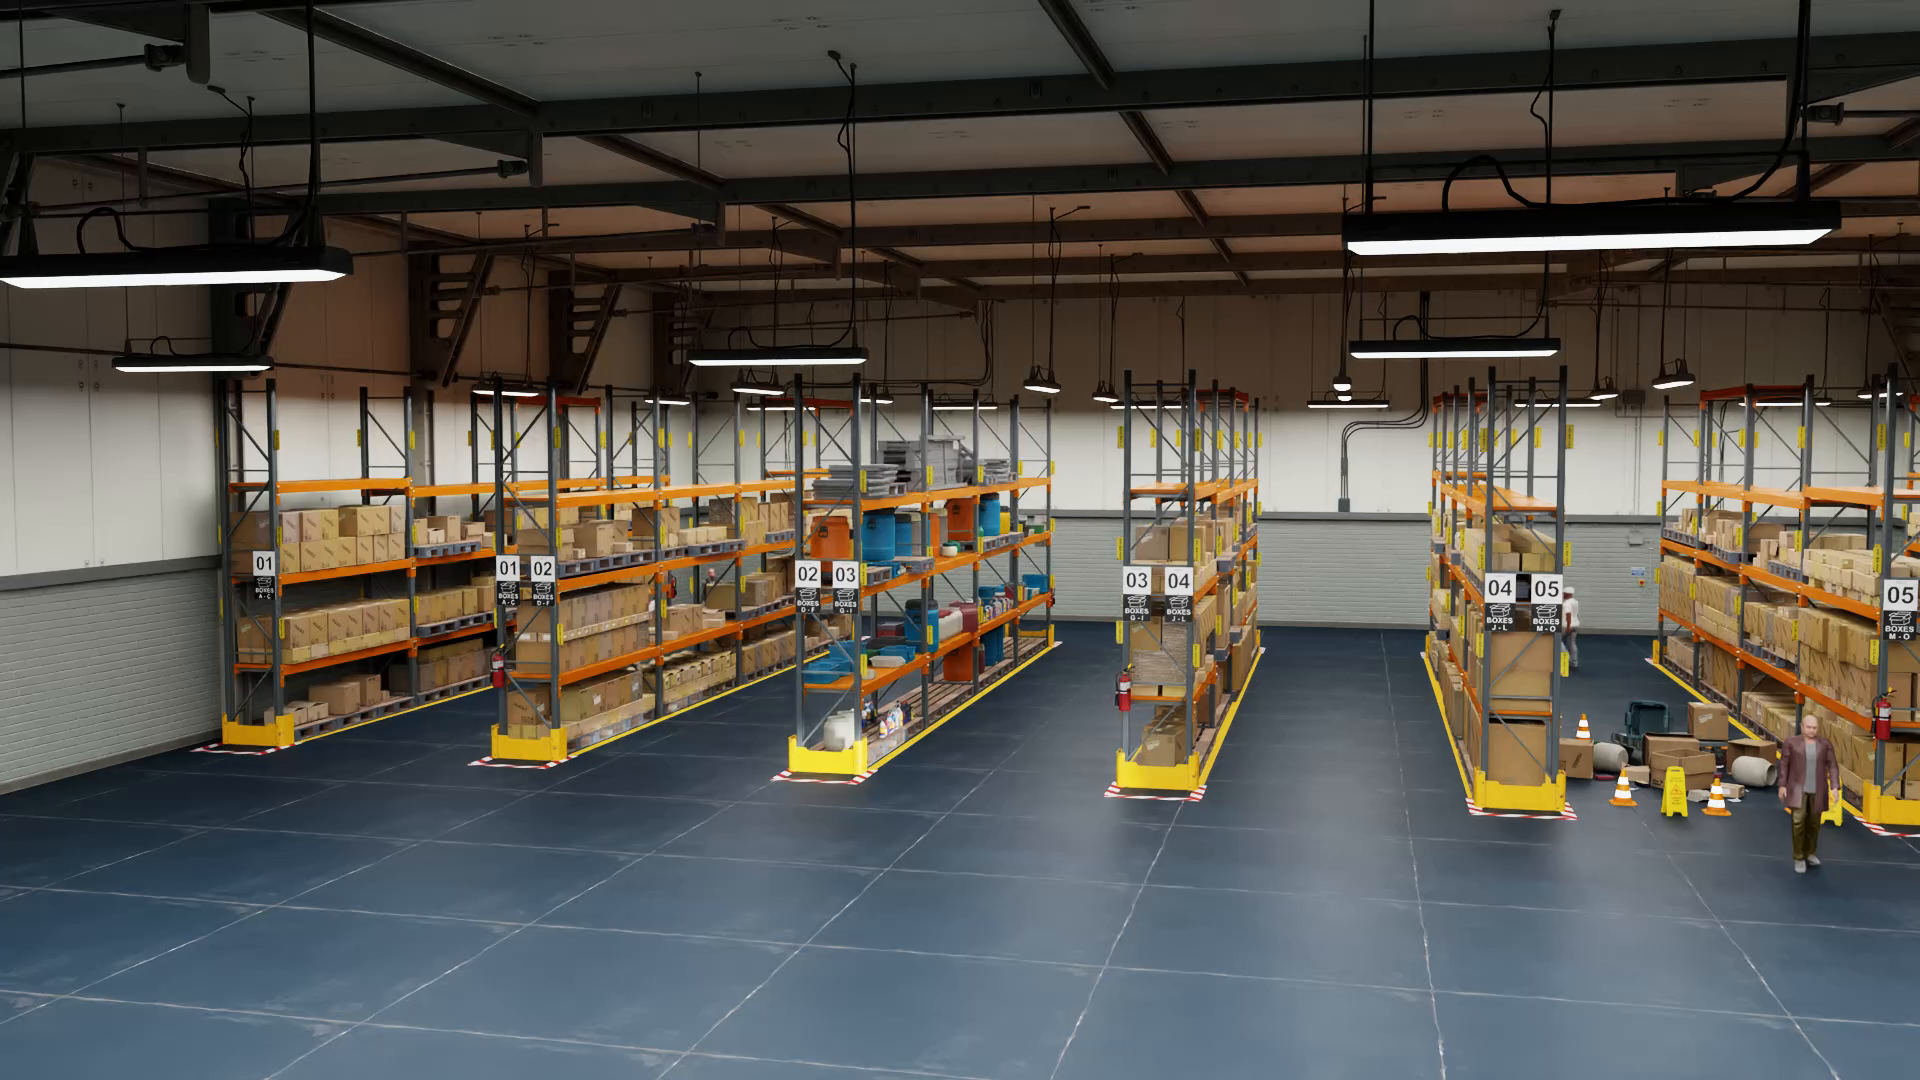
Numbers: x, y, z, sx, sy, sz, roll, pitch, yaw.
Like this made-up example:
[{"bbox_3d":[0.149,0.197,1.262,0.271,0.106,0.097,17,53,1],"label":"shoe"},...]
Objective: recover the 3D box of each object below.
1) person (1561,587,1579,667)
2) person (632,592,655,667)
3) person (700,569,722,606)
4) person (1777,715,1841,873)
[{"bbox_3d":[13.468,1.907,36.682,0.550,1.742,0.531,-2,4,-27],"label":"person"},{"bbox_3d":[-6.864,1.933,36.189,0.656,1.721,1.050,0,3,8],"label":"person"},{"bbox_3d":[-6.342,1.596,42.577,0.612,1.681,0.947,-1,3,-10],"label":"person"},{"bbox_3d":[9.933,2.966,19.452,0.630,1.841,0.609,1,4,15],"label":"person"}]
